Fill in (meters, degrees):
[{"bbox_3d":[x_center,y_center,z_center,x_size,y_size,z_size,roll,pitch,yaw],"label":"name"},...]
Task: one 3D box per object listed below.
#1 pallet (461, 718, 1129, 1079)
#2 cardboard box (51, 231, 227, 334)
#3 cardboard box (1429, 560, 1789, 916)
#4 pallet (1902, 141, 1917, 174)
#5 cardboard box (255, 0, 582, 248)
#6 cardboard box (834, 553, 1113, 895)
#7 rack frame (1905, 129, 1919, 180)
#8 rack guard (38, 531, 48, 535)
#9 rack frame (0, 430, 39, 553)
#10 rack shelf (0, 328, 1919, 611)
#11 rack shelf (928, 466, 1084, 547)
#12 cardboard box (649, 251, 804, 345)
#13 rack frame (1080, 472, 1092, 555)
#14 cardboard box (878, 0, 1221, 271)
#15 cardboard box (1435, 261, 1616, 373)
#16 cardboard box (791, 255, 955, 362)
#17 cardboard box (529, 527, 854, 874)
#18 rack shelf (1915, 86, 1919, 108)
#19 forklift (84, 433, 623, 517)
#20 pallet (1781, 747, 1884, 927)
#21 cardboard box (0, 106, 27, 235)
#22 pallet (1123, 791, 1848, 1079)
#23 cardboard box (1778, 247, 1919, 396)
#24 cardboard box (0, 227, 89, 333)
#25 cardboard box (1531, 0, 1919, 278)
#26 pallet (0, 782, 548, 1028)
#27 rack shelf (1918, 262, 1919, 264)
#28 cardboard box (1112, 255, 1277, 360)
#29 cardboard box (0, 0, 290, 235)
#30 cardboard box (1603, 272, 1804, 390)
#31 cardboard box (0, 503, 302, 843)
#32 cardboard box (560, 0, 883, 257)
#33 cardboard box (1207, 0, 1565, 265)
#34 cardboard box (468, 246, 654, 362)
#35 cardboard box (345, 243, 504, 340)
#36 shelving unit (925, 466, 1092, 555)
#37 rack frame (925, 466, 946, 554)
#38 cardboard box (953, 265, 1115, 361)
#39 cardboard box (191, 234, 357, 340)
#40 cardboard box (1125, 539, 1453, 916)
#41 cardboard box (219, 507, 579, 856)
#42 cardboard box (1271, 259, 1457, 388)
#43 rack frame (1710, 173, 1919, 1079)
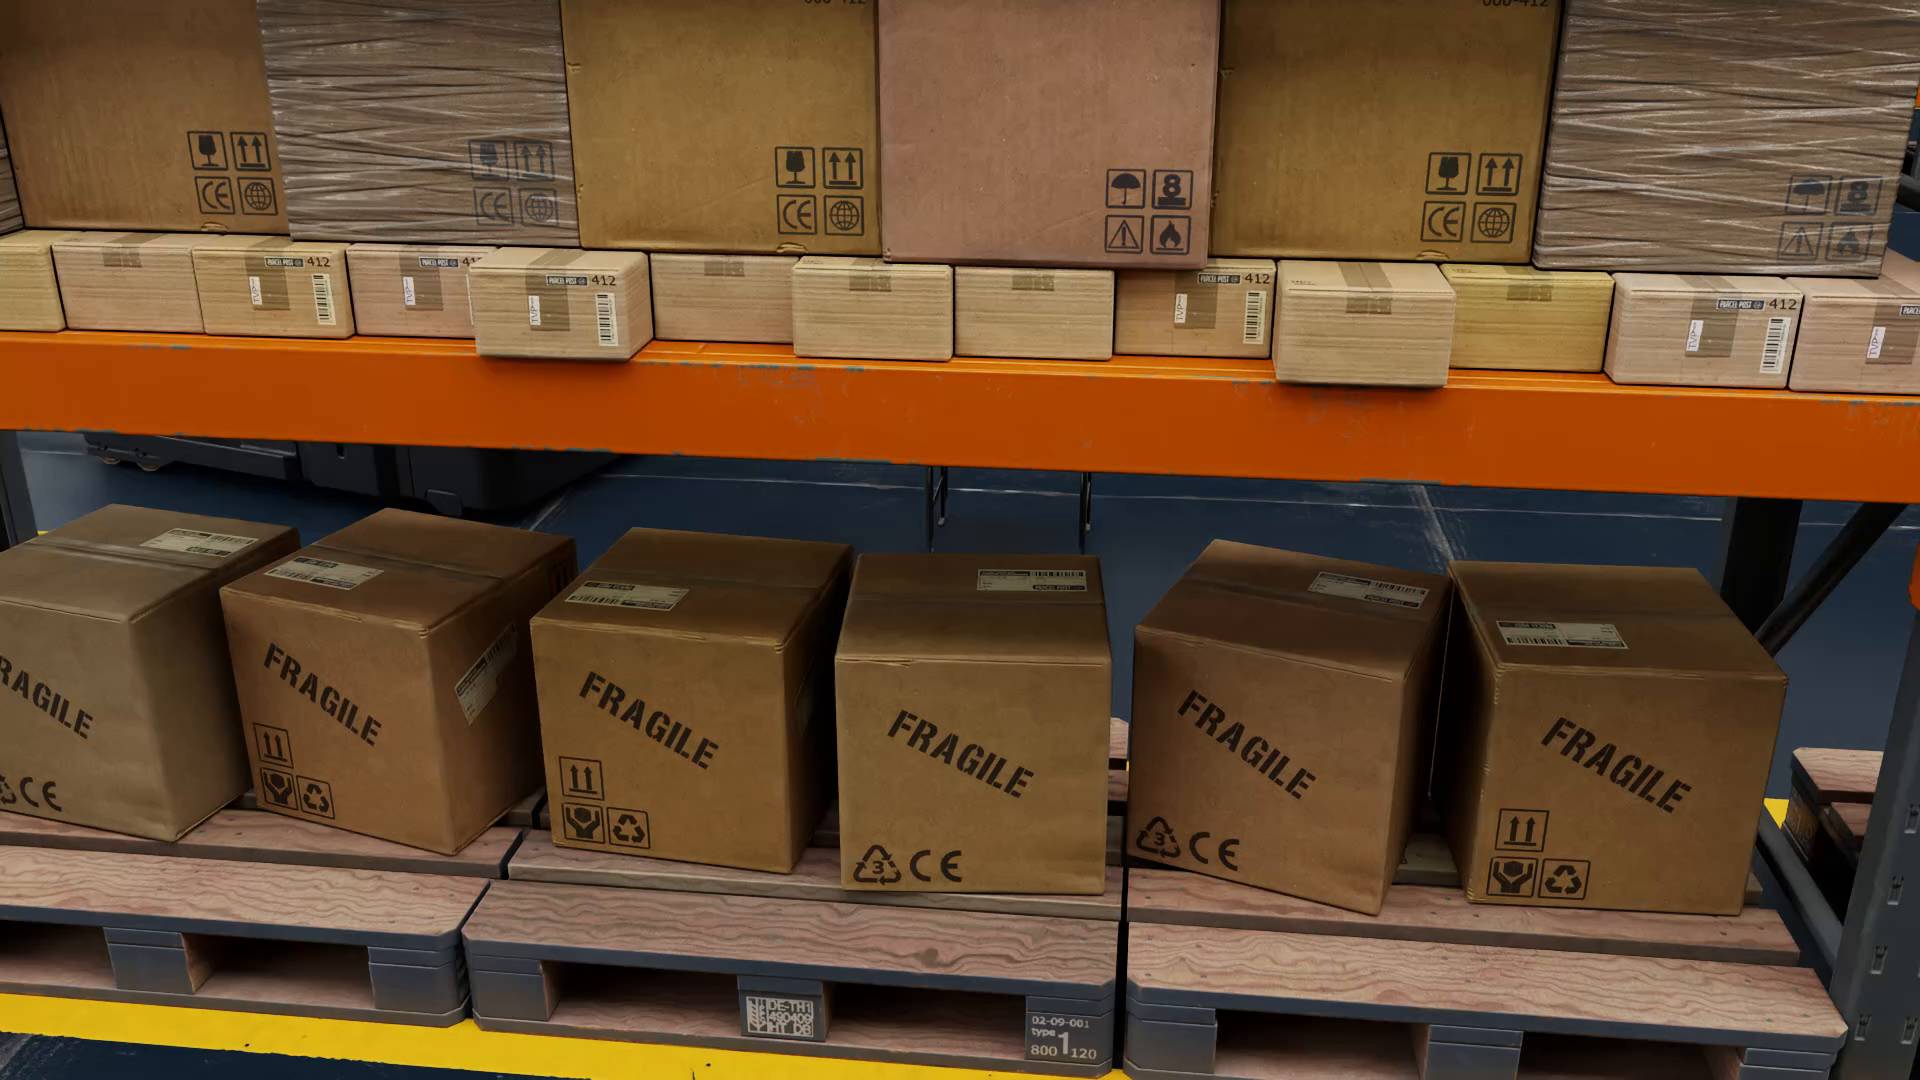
[{"bbox_3d":[-0.267,0.664,3.472,1.213,0.211,1.003,2,22,6],"label":"pallet"},{"bbox_3d":[-1.355,-0.484,2.926,0.250,0.149,0.380,2,22,6],"label":"cardboard box"},{"bbox_3d":[1.226,0.371,3.250,0.500,0.500,0.500,2,22,5],"label":"cardboard box"},{"bbox_3d":[7.497,-2.665,11.894,1.213,0.211,1.003,2,22,6],"label":"pallet"},{"bbox_3d":[-0.808,-0.873,3.028,0.500,0.500,0.875,2,22,6],"label":"cardboard box"},{"bbox_3d":[0.031,0.351,3.302,0.500,0.500,0.500,1,22,1],"label":"cardboard box"},{"bbox_3d":[6.761,-4.008,11.498,0.127,3.000,1.000,2,22,6],"label":"rack frame"},{"bbox_3d":[-2.278,0.428,3.676,0.348,0.500,1.175,2,22,6],"label":"rack guard"},{"bbox_3d":[-2.353,-0.737,3.225,0.127,3.000,1.000,2,22,6],"label":"rack frame"},{"bbox_3d":[-0.367,-0.316,3.139,4.000,0.370,1.077,2,22,6],"label":"rack shelf"},{"bbox_3d":[0.164,-0.306,5.298,0.480,0.518,0.431,2,22,6],"label":"rack shelf"},{"bbox_3d":[-0.356,-0.459,2.861,0.250,0.149,0.380,2,22,6],"label":"cardboard box"},{"bbox_3d":[0.407,-0.959,5.009,0.015,2.100,0.400,2,22,6],"label":"rack frame"},{"bbox_3d":[0.178,-0.811,2.870,0.500,0.500,0.875,2,22,6],"label":"cardboard box"},{"bbox_3d":[0.882,-0.397,2.705,0.250,0.149,0.380,2,22,6],"label":"cardboard box"},{"bbox_3d":[-0.117,-0.420,2.763,0.250,0.149,0.380,2,22,6],"label":"cardboard box"},{"bbox_3d":[-0.518,0.310,3.404,0.500,0.500,0.500,5,22,11],"label":"cardboard box"},{"bbox_3d":[4.188,-1.952,7.275,4.000,0.370,1.077,2,22,6],"label":"rack shelf"},{"bbox_3d":[-2.667,-1.779,5.953,3.031,2.935,1.130,9,23,22],"label":"forklift"},{"bbox_3d":[2.392,0.766,3.216,1.213,0.211,1.003,2,22,6],"label":"pallet"},{"bbox_3d":[-1.810,-0.888,3.067,0.500,0.500,0.875,2,22,6],"label":"cardboard box"},{"bbox_3d":[0.948,0.716,3.341,1.213,0.211,1.003,2,22,6],"label":"pallet"},{"bbox_3d":[1.371,-0.349,2.586,0.250,0.149,0.380,2,22,6],"label":"cardboard box"},{"bbox_3d":[-1.606,-0.487,2.934,0.250,0.149,0.380,2,22,6],"label":"cardboard box"},{"bbox_3d":[1.179,-0.791,2.821,0.500,0.500,0.875,2,22,6],"label":"cardboard box"},{"bbox_3d":[-1.475,0.611,3.608,1.213,0.211,1.003,2,22,6],"label":"pallet"},{"bbox_3d":[3.605,-0.143,2.701,4.000,0.370,1.077,2,22,6],"label":"rack shelf"},{"bbox_3d":[0.388,-0.426,2.778,0.250,0.149,0.380,2,22,6],"label":"cardboard box"},{"bbox_3d":[-1.300,-0.911,3.123,0.500,0.500,0.875,2,22,6],"label":"cardboard box"},{"bbox_3d":[1.124,-0.364,2.622,0.250,0.149,0.380,2,22,6],"label":"cardboard box"},{"bbox_3d":[-1.735,0.263,3.524,0.500,0.500,0.500,7,23,16],"label":"cardboard box"},{"bbox_3d":[-0.313,-0.847,2.962,0.500,0.500,0.875,2,22,6],"label":"cardboard box"},{"bbox_3d":[0.687,-0.826,2.908,0.500,0.500,0.875,2,22,6],"label":"cardboard box"},{"bbox_3d":[-0.620,-0.421,2.766,0.250,0.149,0.380,2,22,6],"label":"cardboard box"},{"bbox_3d":[-0.856,-0.470,2.889,0.250,0.149,0.380,2,22,6],"label":"cardboard box"},{"bbox_3d":[0.164,-0.969,5.036,0.503,2.100,0.431,2,22,6],"label":"shelving unit"},{"bbox_3d":[-0.078,-0.980,5.062,0.015,2.100,0.400,2,22,6],"label":"rack frame"},{"bbox_3d":[0.135,-0.422,2.768,0.250,0.149,0.380,2,22,6],"label":"cardboard box"},{"bbox_3d":[-1.108,-0.470,2.892,0.250,0.149,0.380,2,22,6],"label":"cardboard box"},{"bbox_3d":[0.657,0.349,3.306,0.500,0.500,0.500,10,24,23],"label":"cardboard box"},{"bbox_3d":[-1.138,0.276,3.490,0.500,0.500,0.500,8,23,20],"label":"cardboard box"},{"bbox_3d":[0.621,-0.367,2.629,0.250,0.149,0.380,2,22,6],"label":"cardboard box"},{"bbox_3d":[1.619,-0.564,2.787,0.127,3.000,1.000,2,22,6],"label":"rack frame"}]
